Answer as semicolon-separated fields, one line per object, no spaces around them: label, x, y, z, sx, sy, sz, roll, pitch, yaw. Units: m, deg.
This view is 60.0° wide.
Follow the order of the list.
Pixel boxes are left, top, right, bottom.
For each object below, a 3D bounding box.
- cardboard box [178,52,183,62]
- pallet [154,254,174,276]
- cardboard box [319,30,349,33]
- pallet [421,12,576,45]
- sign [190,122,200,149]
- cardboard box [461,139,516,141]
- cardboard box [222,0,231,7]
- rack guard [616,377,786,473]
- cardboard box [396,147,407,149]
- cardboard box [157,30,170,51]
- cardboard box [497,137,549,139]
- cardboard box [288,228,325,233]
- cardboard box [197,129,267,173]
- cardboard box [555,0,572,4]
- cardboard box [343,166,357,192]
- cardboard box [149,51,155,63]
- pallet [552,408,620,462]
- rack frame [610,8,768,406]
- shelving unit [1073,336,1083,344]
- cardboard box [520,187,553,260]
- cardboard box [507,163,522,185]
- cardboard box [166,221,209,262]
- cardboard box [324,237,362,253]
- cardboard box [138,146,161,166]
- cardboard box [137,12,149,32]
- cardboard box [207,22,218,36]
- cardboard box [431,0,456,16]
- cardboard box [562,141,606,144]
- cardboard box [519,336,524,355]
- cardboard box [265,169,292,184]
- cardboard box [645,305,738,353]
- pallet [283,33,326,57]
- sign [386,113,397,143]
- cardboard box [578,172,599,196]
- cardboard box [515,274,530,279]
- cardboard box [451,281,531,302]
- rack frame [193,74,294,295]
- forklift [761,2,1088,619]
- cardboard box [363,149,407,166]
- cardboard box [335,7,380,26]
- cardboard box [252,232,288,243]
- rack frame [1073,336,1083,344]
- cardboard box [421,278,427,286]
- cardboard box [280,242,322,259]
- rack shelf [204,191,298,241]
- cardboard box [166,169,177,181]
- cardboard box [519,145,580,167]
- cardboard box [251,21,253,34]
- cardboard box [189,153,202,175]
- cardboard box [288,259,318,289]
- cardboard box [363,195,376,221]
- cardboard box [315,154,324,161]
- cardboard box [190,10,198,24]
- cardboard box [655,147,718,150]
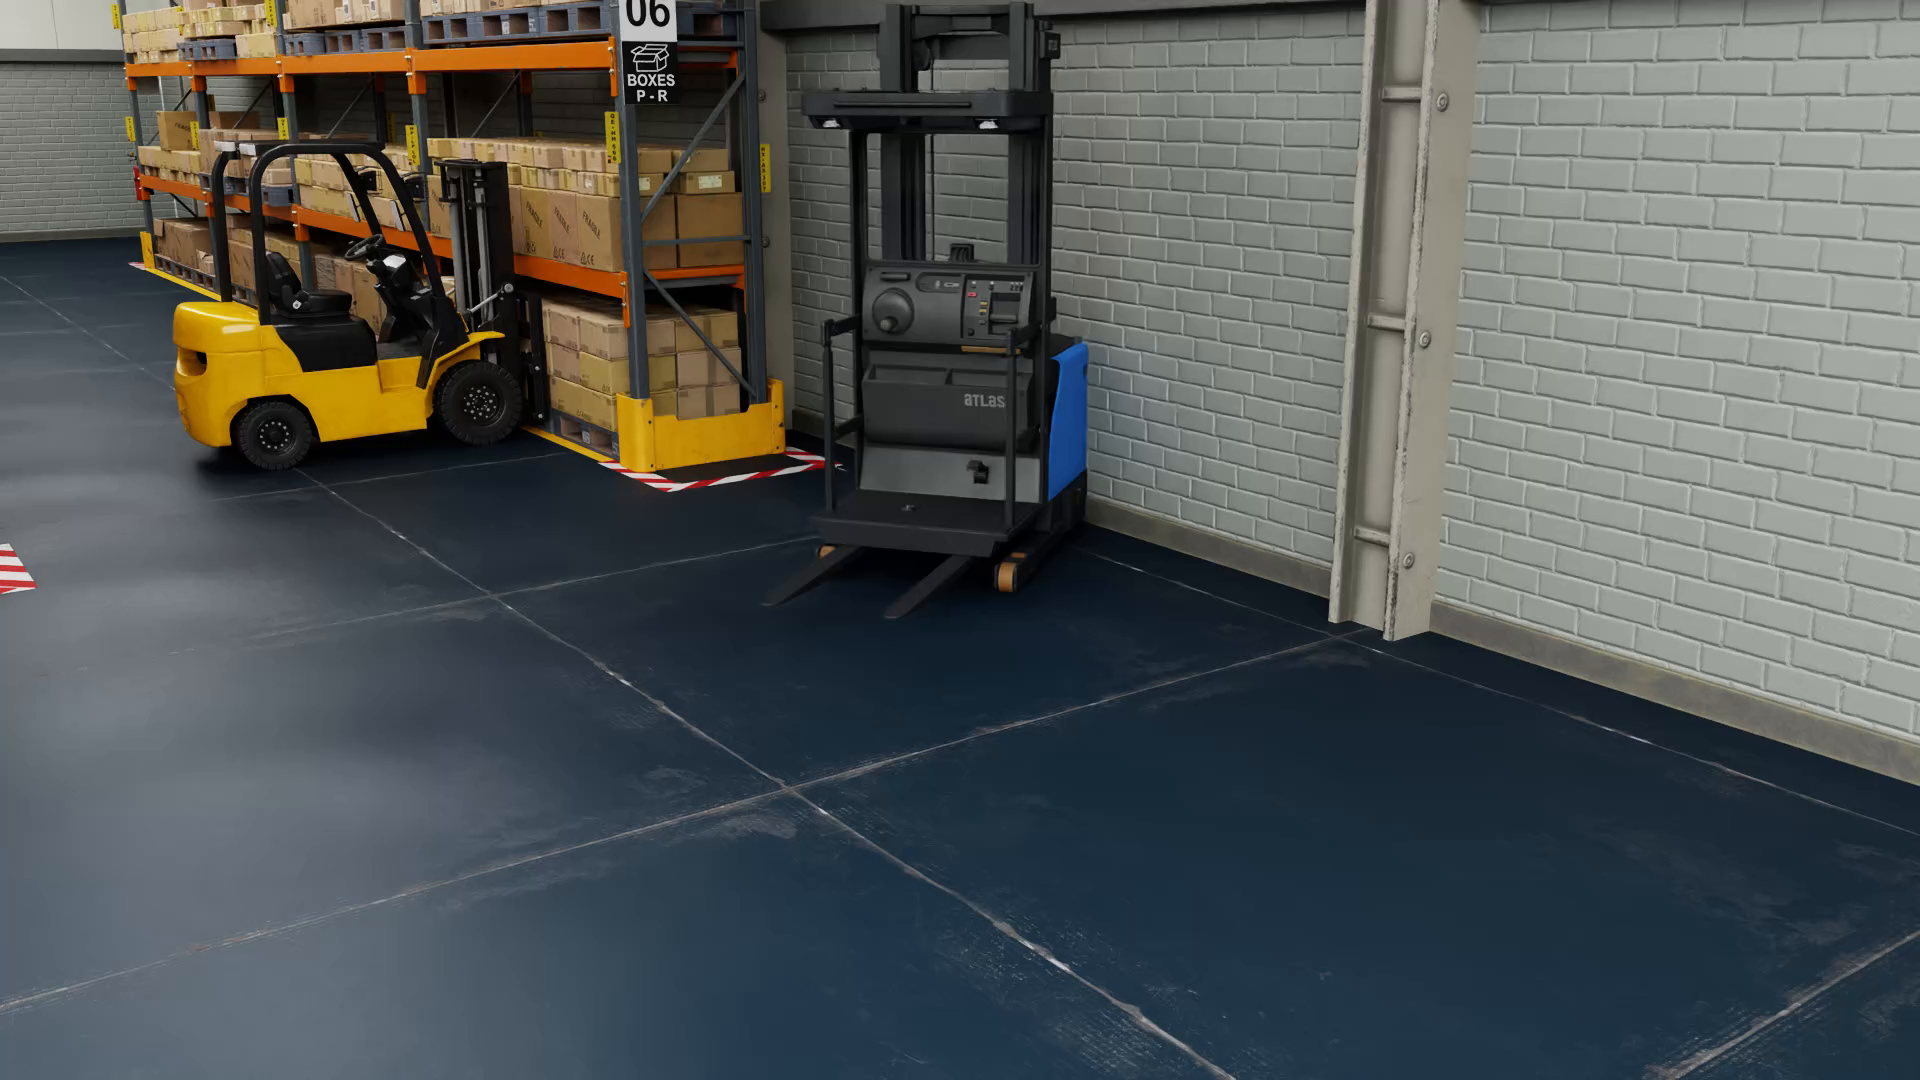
cardboard box;-9.456;-6.000;20.609;0.380;0.149;0.250;-11;19;-35
pallet;-10.702;-3.913;23.474;1.003;0.211;1.213;-11;19;-35
cardboard box;-6.534;-5.418;17.537;0.380;0.149;0.250;-11;19;-34
pallet;-3.638;-4.108;13.390;1.003;0.211;1.213;-11;19;-35
sign;-9.298;-4.922;20.238;0.100;0.325;0.005;-11;19;-35
cardboard box;-3.829;-3.178;13.523;0.380;0.149;0.250;-11;19;-36
cardboard box;-8.629;-6.455;19.941;0.396;0.266;0.258;-11;19;-35
rack guard;-1.794;-0.817;11.615;1.175;0.500;0.348;-11;19;-35
cardboard box;-5.239;-3.735;16.121;0.380;0.149;0.250;-10;18;-33
cardboard box;-9.956;-6.393;21.291;0.500;0.250;0.500;-10;18;-33
cardboard box;-3.728;-3.365;14.209;0.380;0.149;0.250;-11;19;-34
cardboard box;-7.815;-3.643;19.914;0.380;0.149;0.250;-10;18;-33
cardboard box;-8.760;-4.703;20.093;0.700;0.500;0.500;-10;18;-33
cardboard box;-2.541;-3.734;11.347;0.380;0.149;0.250;-12;19;-36
cardboard box;-5.541;-3.446;15.820;0.500;0.250;0.500;-11;19;-34
cardboard box;-10.394;-6.324;21.792;0.380;0.149;0.250;-11;19;-34
pallet;-2.292;-0.840;12.245;1.003;0.211;1.213;-11;19;-35
rack frame;-1.808;-2.028;11.304;1.000;3.000;0.127;-11;19;-35
shelving unit;0.165;-0.731;10.074;0.538;1.125;1.048;-4;14;-36
cardboard box;-2.909;-2.362;12.335;0.500;0.500;0.500;-11;19;-36
cardboard box;-3.292;-2.801;12.710;0.380;0.149;0.250;-11;19;-36
cardboard box;-10.462;-4.108;22.841;0.700;0.500;0.500;-10;18;-32
cardboard box;-6.912;-3.307;18.689;0.380;0.149;0.250;-11;19;-34
cardboard box;-11.167;-5.377;23.261;0.500;0.250;0.500;-11;19;-34
cardboard box;-10.568;-6.853;22.025;0.500;0.250;0.500;-11;19;-35
cardboard box;-8.265;-5.768;18.777;0.380;0.149;0.250;-10;18;-33
cardboard box;-3.868;-4.321;13.185;0.500;0.311;0.500;-10;18;-33
cardboard box;-2.878;-3.028;12.976;0.380;0.149;0.250;-10;18;-33
cardboard box;-3.245;-1.524;12.929;0.500;0.250;0.500;-11;19;-35
cardboard box;-7.209;-3.898;17.818;0.380;0.149;0.250;-10;18;-34
cardboard box;-1.938;-1.519;11.962;0.500;0.250;0.500;-11;19;-35
pallet;-6.041;-4.961;16.696;1.213;0.211;1.003;-10;18;-32
sign;-6.065;-4.382;17.710;0.100;0.325;0.005;-11;19;-35
cardboard box;-2.413;-2.470;11.499;0.380;0.149;0.250;-11;18;-34
cardboard box;-3.714;-2.166;14.326;0.500;0.250;0.500;-10;18;-33
cardboard box;-3.837;-1.978;13.640;0.500;0.250;0.500;-11;19;-34
rack frame;-8.864;-4.590;20.666;1.000;3.000;0.127;-11;19;-35
forklift;-0.132;-1.256;8.611;1.130;2.935;3.031;5;16;17
cardboard box;-5.316;-3.550;15.447;0.380;0.149;0.250;-11;19;-34
cardboard box;-5.506;-4.811;15.281;0.380;0.149;0.250;-11;19;-35
cardboard box;-8.050;-3.513;19.441;0.380;0.149;0.250;-10;18;-33
rack frame;0.462;-0.628;9.675;0.500;1.125;0.032;-4;14;-36
cardboard box;-4.476;-2.049;15.083;0.875;0.625;0.625;-10;18;-32
cardboard box;-7.193;-3.166;18.171;0.380;0.149;0.250;-12;19;-37
rack shelf;-7.688;-3.816;19.201;1.077;0.370;4.000;-11;19;-35
cardboard box;-10.356;-4.875;22.181;0.380;0.149;0.250;-10;18;-33
cardboard box;-3.021;-2.833;12.265;0.380;0.149;0.250;-10;18;-33
cardboard box;-7.473;-5.567;18.081;0.380;0.149;0.250;-11;19;-34
cardboard box;-9.361;-4.732;20.906;0.500;0.250;0.500;-10;18;-33
cardboard box;-6.935;-2.790;18.028;0.500;0.500;0.500;-10;18;-33
cardboard box;-5.235;-3.094;15.483;0.500;0.250;0.500;-11;19;-34
cardboard box;-6.233;-3.876;16.637;0.380;0.149;0.250;-10;18;-33
cardboard box;-8.714;-6.072;19.324;0.380;0.149;0.250;-11;19;-36
cardboard box;-1.939;-2.704;11.792;0.380;0.149;0.250;-10;18;-33
